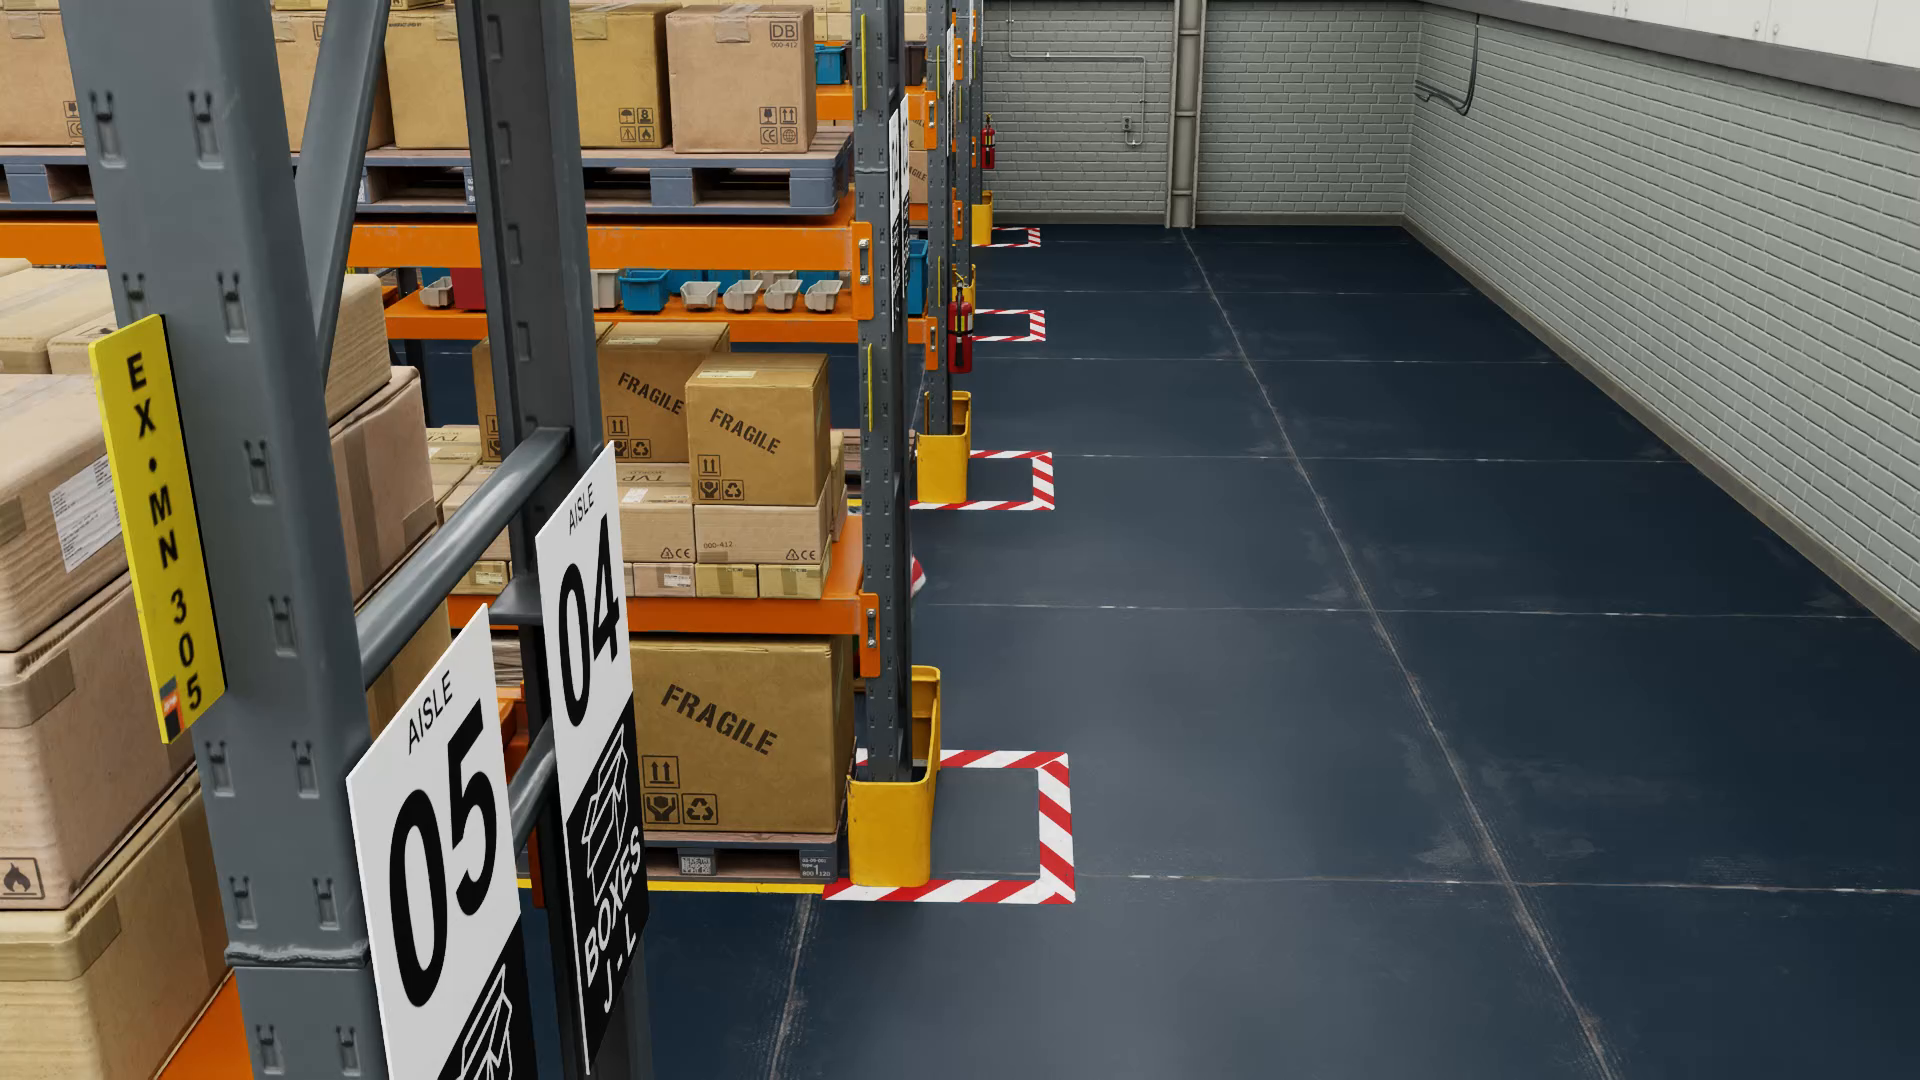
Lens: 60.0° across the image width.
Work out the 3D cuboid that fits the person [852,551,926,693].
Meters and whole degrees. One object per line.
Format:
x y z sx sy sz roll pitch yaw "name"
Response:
-0.668 0.413 8.893 0.964 0.821 0.520 -5 21 -14 "person"
